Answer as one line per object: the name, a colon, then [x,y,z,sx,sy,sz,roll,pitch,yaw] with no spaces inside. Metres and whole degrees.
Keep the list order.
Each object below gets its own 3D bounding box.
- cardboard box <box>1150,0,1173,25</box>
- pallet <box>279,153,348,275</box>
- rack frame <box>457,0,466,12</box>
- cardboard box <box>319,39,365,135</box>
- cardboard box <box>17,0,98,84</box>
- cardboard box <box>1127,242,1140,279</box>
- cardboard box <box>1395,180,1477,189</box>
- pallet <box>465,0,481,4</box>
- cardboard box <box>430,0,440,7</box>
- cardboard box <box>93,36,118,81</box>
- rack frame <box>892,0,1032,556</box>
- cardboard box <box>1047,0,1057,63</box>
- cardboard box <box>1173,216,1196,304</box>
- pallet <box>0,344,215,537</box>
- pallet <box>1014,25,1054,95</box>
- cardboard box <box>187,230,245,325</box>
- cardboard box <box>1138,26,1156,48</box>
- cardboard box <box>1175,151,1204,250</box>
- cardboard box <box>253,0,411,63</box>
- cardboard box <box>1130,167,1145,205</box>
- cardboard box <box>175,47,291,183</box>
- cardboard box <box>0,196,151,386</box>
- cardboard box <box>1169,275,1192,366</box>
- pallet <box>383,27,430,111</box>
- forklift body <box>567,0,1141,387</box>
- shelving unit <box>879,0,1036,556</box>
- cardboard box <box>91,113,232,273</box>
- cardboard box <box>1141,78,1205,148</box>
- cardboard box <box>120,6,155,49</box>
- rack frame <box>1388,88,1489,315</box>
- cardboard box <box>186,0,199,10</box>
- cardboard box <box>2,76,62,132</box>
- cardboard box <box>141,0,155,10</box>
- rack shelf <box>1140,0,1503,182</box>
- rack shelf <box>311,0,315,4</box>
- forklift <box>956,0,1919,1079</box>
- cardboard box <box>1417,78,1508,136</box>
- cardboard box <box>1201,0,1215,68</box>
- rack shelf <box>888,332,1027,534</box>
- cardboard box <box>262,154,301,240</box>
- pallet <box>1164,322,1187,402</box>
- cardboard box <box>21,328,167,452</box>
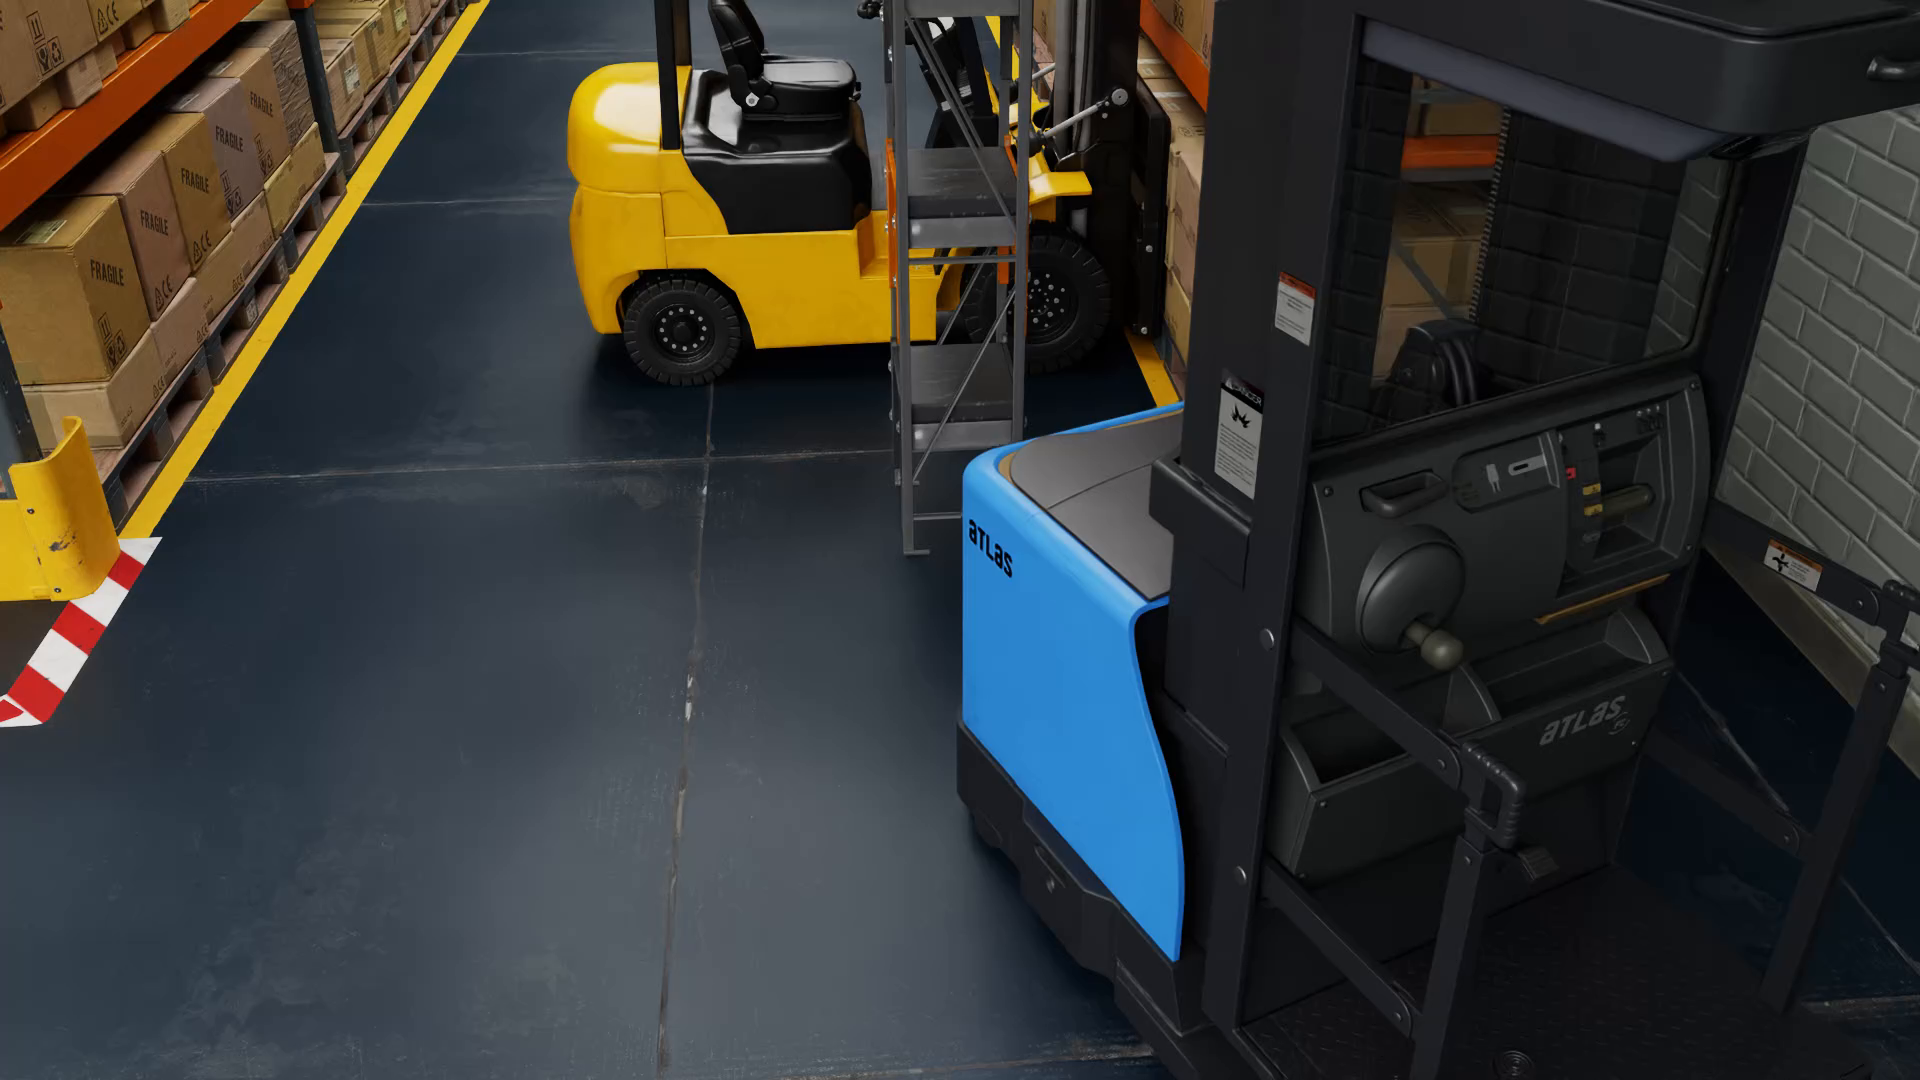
cardboard box: [1.063,-2.421,6.780,0.500,0.500,0.500,-3,31,-4]
pallet: [-3.702,-1.620,8.256,1.003,0.211,1.213,-3,31,-5]
rack frame: [-4.173,-5.201,11.532,1.000,3.000,0.127,-3,31,-5]
cardboard box: [-3.851,-2.478,9.127,0.950,0.372,0.625,-2,31,-4]
cardboard box: [-3.246,-1.806,5.461,0.500,0.500,0.500,-2,31,-3]
cardboard box: [1.012,-1.355,7.365,0.500,0.250,0.500,-2,31,-3]
cardboard box: [1.609,-1.294,6.289,0.500,0.250,0.500,-3,31,-5]
pallet: [-4.172,-4.410,12.927,1.003,0.211,1.213,-3,31,-5]
cardboard box: [-4.131,-3.964,11.614,0.950,0.372,0.625,-5,31,-8]
cardboard box: [-3.269,-1.722,5.952,0.380,0.149,0.250,-2,31,-3]
rack frame: [0.007,-0.861,5.144,0.400,2.100,0.015,-3,31,-5]
cardboard box: [1.017,-3.221,10.124,0.875,0.625,0.625,-3,31,-5]
cardboard box: [1.123,-1.060,6.385,0.500,0.250,0.500,-3,31,-5]
pallet: [-3.474,-0.374,6.171,1.003,0.211,1.213,-3,31,-5]
pallet: [0.917,-3.200,10.901,1.003,0.211,1.213,-3,31,-5]
cardboard box: [-3.330,-1.080,6.905,0.500,0.250,0.500,-1,31,-1]
cardboard box: [0.912,-2.304,7.978,0.500,0.250,0.500,-3,31,-5]
cardboard box: [1.109,-1.266,6.241,0.500,0.250,0.500,-2,31,-4]
cardboard box: [-3.988,-3.200,10.335,0.950,0.372,0.625,-2,31,-3]
cardboard box: [1.011,-1.579,7.252,0.500,0.250,0.500,-3,31,-5]
cardboard box: [-3.428,-1.931,7.599,0.500,0.500,0.500,-2,31,-4]
cardboard box: [-3.229,-0.875,5.831,0.500,0.500,0.500,-4,31,-6]
cardboard box: [1.120,-0.835,6.494,0.500,0.250,0.500,-3,31,-5]
pallet: [-3.991,-2.983,10.538,1.003,0.211,1.213,-3,31,-5]
forklift body: [-0.478,-1.872,6.787,2.313,2.155,1.214,-3,31,-5]
shelving unit: [-0.015,-0.986,5.353,0.431,2.100,0.503,-3,31,-5]
cardboard box: [-3.321,-1.398,6.707,0.500,0.500,0.500,-2,31,-4]
cardboard box: [1.012,-1.782,7.105,0.500,0.250,0.500,-3,31,-6]
cardboard box: [-3.349,-1.990,6.401,0.380,0.149,0.250,-4,31,-6]
rack frame: [1.516,-1.356,5.095,1.000,3.000,0.127,-3,31,-5]
cardboard box: [-3.374,-2.250,6.838,0.380,0.149,0.250,-3,31,-5]
cardboard box: [-3.233,-1.459,5.513,0.380,0.149,0.250,-4,31,-6]
cardboard box: [-3.350,-2.326,6.331,0.500,0.500,0.500,-3,31,-6]
rack shelf: [1.329,-2.068,6.989,1.077,0.370,4.000,-3,31,-5]
rack shelf: [-3.986,-3.871,10.007,1.077,0.370,4.000,-3,31,-5]
forklift: [1.126,0.008,2.878,1.130,2.935,3.031,-15,34,-24]
cardboard box: [1.746,-1.665,5.515,0.500,0.500,0.500,-2,31,-3]
cardboard box: [1.169,-1.903,5.913,0.500,0.500,0.500,-2,31,-3]
rack shelf: [-0.015,-0.373,5.719,0.431,0.518,0.480,-3,31,-5]
cardboard box: [-3.417,-1.598,7.772,0.500,0.250,0.500,-4,31,-6]
pallet: [1.403,-0.547,6.460,1.003,0.211,1.213,-3,31,-5]
cardboard box: [-3.226,-0.541,6.003,0.500,0.250,0.500,-3,31,-5]
